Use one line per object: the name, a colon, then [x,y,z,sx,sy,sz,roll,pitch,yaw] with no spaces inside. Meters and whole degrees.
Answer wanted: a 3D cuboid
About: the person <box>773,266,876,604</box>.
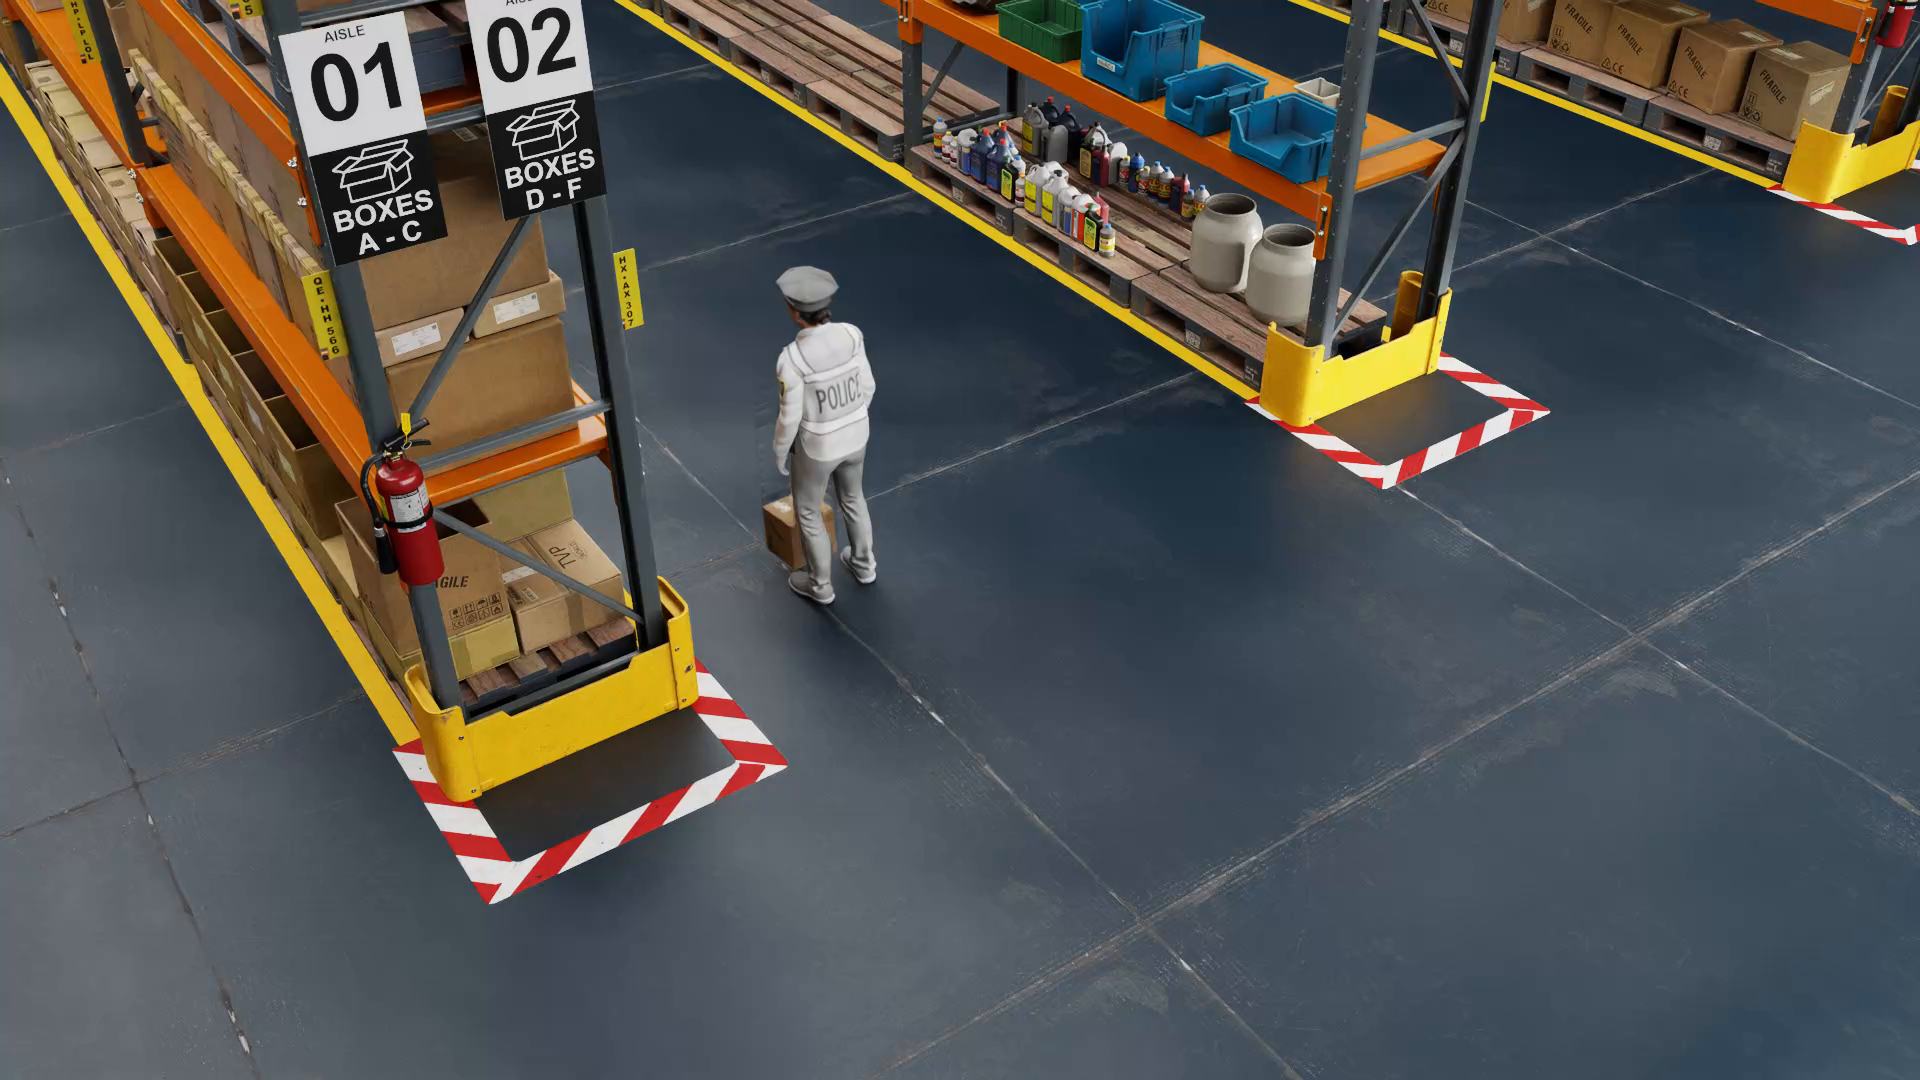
person: [-0.615,-0.443,7.593,0.513,1.665,0.360,-26,44,-30]
